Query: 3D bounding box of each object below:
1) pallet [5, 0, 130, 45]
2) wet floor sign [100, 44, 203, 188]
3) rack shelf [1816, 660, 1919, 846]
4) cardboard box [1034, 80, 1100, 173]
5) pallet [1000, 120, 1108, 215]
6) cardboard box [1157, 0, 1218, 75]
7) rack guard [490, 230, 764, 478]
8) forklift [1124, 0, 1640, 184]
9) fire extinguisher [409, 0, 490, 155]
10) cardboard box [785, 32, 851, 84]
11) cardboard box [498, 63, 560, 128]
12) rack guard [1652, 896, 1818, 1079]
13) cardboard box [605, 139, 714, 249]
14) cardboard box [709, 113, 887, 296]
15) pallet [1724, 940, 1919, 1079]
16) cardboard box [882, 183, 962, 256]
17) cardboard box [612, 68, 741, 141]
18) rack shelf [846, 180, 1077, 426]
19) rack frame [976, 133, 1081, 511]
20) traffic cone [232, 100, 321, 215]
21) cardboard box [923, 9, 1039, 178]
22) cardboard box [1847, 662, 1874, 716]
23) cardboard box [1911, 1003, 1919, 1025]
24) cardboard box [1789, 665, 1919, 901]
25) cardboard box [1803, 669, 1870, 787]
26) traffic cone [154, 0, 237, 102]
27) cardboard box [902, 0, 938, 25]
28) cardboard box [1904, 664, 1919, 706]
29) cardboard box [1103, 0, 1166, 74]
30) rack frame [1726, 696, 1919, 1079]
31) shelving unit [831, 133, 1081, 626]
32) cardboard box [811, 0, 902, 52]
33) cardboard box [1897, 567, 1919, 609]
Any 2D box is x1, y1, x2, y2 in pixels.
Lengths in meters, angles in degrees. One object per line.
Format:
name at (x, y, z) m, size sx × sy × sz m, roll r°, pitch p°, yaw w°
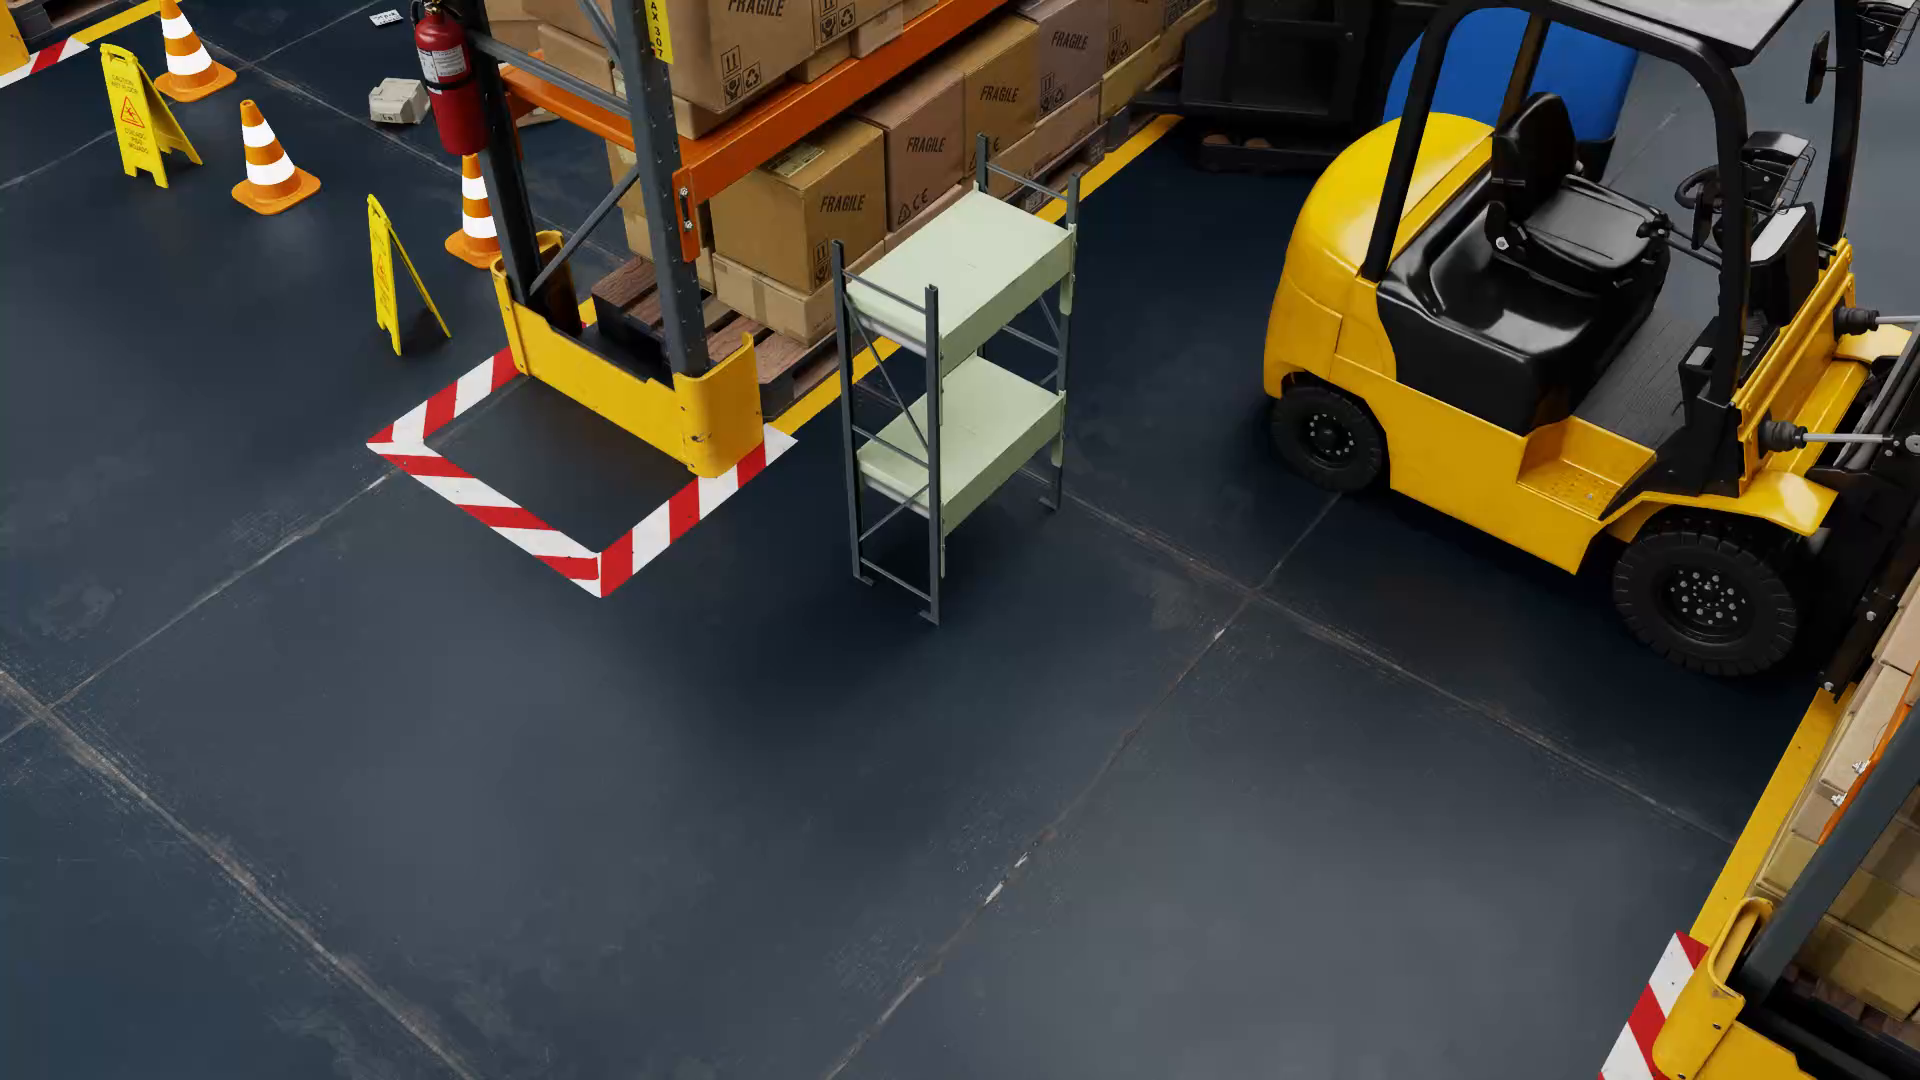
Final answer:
pallet at (-4.921, -3.230, 9.189) m, size 1.003 × 0.211 × 1.213 m, roll 29°, pitch 53°, yaw 25°
wet floor sign at (-3.799, -1.996, 7.710) m, size 0.267 × 0.644 × 0.232 m, roll 21°, pitch 50°, yaw 19°
rack shelf at (3.784, -0.274, 4.935) m, size 1.077 × 0.370 × 4.000 m, roll 29°, pitch 53°, yaw 25°
cardboard box at (0.296, -1.999, 7.697) m, size 0.500 × 0.250 × 0.500 m, roll 30°, pitch 53°, yaw 26°
pallet at (-0.052, -1.795, 7.819) m, size 1.003 × 0.211 × 1.213 m, roll 29°, pitch 53°, yaw 25°
cardboard box at (0.928, -2.597, 8.268) m, size 0.500 × 0.250 × 0.500 m, roll 32°, pitch 54°, yaw 27°
rack guard at (-1.323, -0.750, 6.621) m, size 1.175 × 0.500 × 0.348 m, roll 29°, pitch 53°, yaw 25°
forklift at (1.563, -3.123, 7.206) m, size 3.031 × 2.935 × 1.130 m, roll 6°, pitch 47°, yaw 6°
fire extinguisher at (-1.804, -1.682, 5.836) m, size 0.296 × 0.674 × 0.183 m, roll 29°, pitch 53°, yaw 25°
cardboard box at (-0.628, -1.853, 6.120) m, size 0.380 × 0.149 × 0.250 m, roll 28°, pitch 52°, yaw 24°
cardboard box at (-2.167, -2.228, 8.276) m, size 0.250 × 0.149 × 0.380 m, roll -17°, pitch 49°, yaw -15°
rack guard at (2.547, 1.499, 4.472) m, size 1.175 × 0.500 × 0.348 m, roll 29°, pitch 53°, yaw 25°
cardboard box at (-1.086, -1.598, 6.795) m, size 0.500 × 0.500 × 0.500 m, roll 30°, pitch 53°, yaw 25°
cardboard box at (-0.643, -1.378, 6.584) m, size 0.500 × 0.500 × 0.500 m, roll 28°, pitch 52°, yaw 24°
pallet at (2.996, 1.129, 5.025) m, size 1.003 × 0.211 × 1.213 m, roll 29°, pitch 53°, yaw 25°
cardboard box at (-0.339, -1.394, 7.118) m, size 0.500 × 0.250 × 0.500 m, roll 31°, pitch 54°, yaw 26°
cardboard box at (-0.997, -1.586, 5.865) m, size 0.380 × 0.149 × 0.250 m, roll 29°, pitch 53°, yaw 25°
rack shelf at (-0.004, -0.784, 5.422) m, size 0.431 × 0.370 × 0.720 m, roll 29°, pitch 53°, yaw 25°
rack frame at (0.220, -0.724, 5.904) m, size 0.400 × 1.500 × 0.023 m, roll 29°, pitch 53°, yaw 25°
traffic cone at (-3.213, -1.807, 7.656) m, size 0.336 × 0.463 × 0.334 m, roll 29°, pitch 53°, yaw 25°
cardboard box at (-0.014, -1.962, 7.143) m, size 0.500 × 0.500 × 0.500 m, roll 30°, pitch 53°, yaw 26°
cardboard box at (2.927, 0.555, 4.911) m, size 0.500 × 0.250 × 0.500 m, roll 29°, pitch 53°, yaw 25°
cardboard box at (3.016, 1.232, 4.610) m, size 0.500 × 0.250 × 0.500 m, roll 29°, pitch 53°, yaw 25°
cardboard box at (2.596, 0.680, 4.446) m, size 0.500 × 0.250 × 0.500 m, roll 31°, pitch 54°, yaw 26°
cardboard box at (2.910, 0.738, 5.082) m, size 0.500 × 0.250 × 0.500 m, roll 29°, pitch 53°, yaw 25°
traffic cone at (-3.899, -2.501, 8.319) m, size 0.336 × 0.463 × 0.334 m, roll 29°, pitch 53°, yaw 25°
cardboard box at (-0.305, -2.141, 6.394) m, size 0.380 × 0.149 × 0.250 m, roll 31°, pitch 54°, yaw 26°
cardboard box at (2.654, 0.190, 3.925) m, size 0.500 × 0.500 × 0.500 m, roll 28°, pitch 52°, yaw 24°
cardboard box at (0.618, -2.565, 7.718) m, size 0.500 × 0.500 × 0.500 m, roll 30°, pitch 53°, yaw 26°
rack frame at (2.561, 0.622, 3.582) m, size 1.000 × 3.000 × 0.127 m, roll 29°, pitch 53°, yaw 25°
shelving unit at (-0.004, -0.514, 5.704) m, size 0.431 × 1.500 × 0.755 m, roll 29°, pitch 53°, yaw 25°
cardboard box at (-0.546, -2.154, 5.958) m, size 0.500 × 0.500 × 0.500 m, roll 31°, pitch 54°, yaw 26°
cardboard box at (3.204, 0.092, 5.007) m, size 0.500 × 0.250 × 0.500 m, roll 30°, pitch 53°, yaw 25°
